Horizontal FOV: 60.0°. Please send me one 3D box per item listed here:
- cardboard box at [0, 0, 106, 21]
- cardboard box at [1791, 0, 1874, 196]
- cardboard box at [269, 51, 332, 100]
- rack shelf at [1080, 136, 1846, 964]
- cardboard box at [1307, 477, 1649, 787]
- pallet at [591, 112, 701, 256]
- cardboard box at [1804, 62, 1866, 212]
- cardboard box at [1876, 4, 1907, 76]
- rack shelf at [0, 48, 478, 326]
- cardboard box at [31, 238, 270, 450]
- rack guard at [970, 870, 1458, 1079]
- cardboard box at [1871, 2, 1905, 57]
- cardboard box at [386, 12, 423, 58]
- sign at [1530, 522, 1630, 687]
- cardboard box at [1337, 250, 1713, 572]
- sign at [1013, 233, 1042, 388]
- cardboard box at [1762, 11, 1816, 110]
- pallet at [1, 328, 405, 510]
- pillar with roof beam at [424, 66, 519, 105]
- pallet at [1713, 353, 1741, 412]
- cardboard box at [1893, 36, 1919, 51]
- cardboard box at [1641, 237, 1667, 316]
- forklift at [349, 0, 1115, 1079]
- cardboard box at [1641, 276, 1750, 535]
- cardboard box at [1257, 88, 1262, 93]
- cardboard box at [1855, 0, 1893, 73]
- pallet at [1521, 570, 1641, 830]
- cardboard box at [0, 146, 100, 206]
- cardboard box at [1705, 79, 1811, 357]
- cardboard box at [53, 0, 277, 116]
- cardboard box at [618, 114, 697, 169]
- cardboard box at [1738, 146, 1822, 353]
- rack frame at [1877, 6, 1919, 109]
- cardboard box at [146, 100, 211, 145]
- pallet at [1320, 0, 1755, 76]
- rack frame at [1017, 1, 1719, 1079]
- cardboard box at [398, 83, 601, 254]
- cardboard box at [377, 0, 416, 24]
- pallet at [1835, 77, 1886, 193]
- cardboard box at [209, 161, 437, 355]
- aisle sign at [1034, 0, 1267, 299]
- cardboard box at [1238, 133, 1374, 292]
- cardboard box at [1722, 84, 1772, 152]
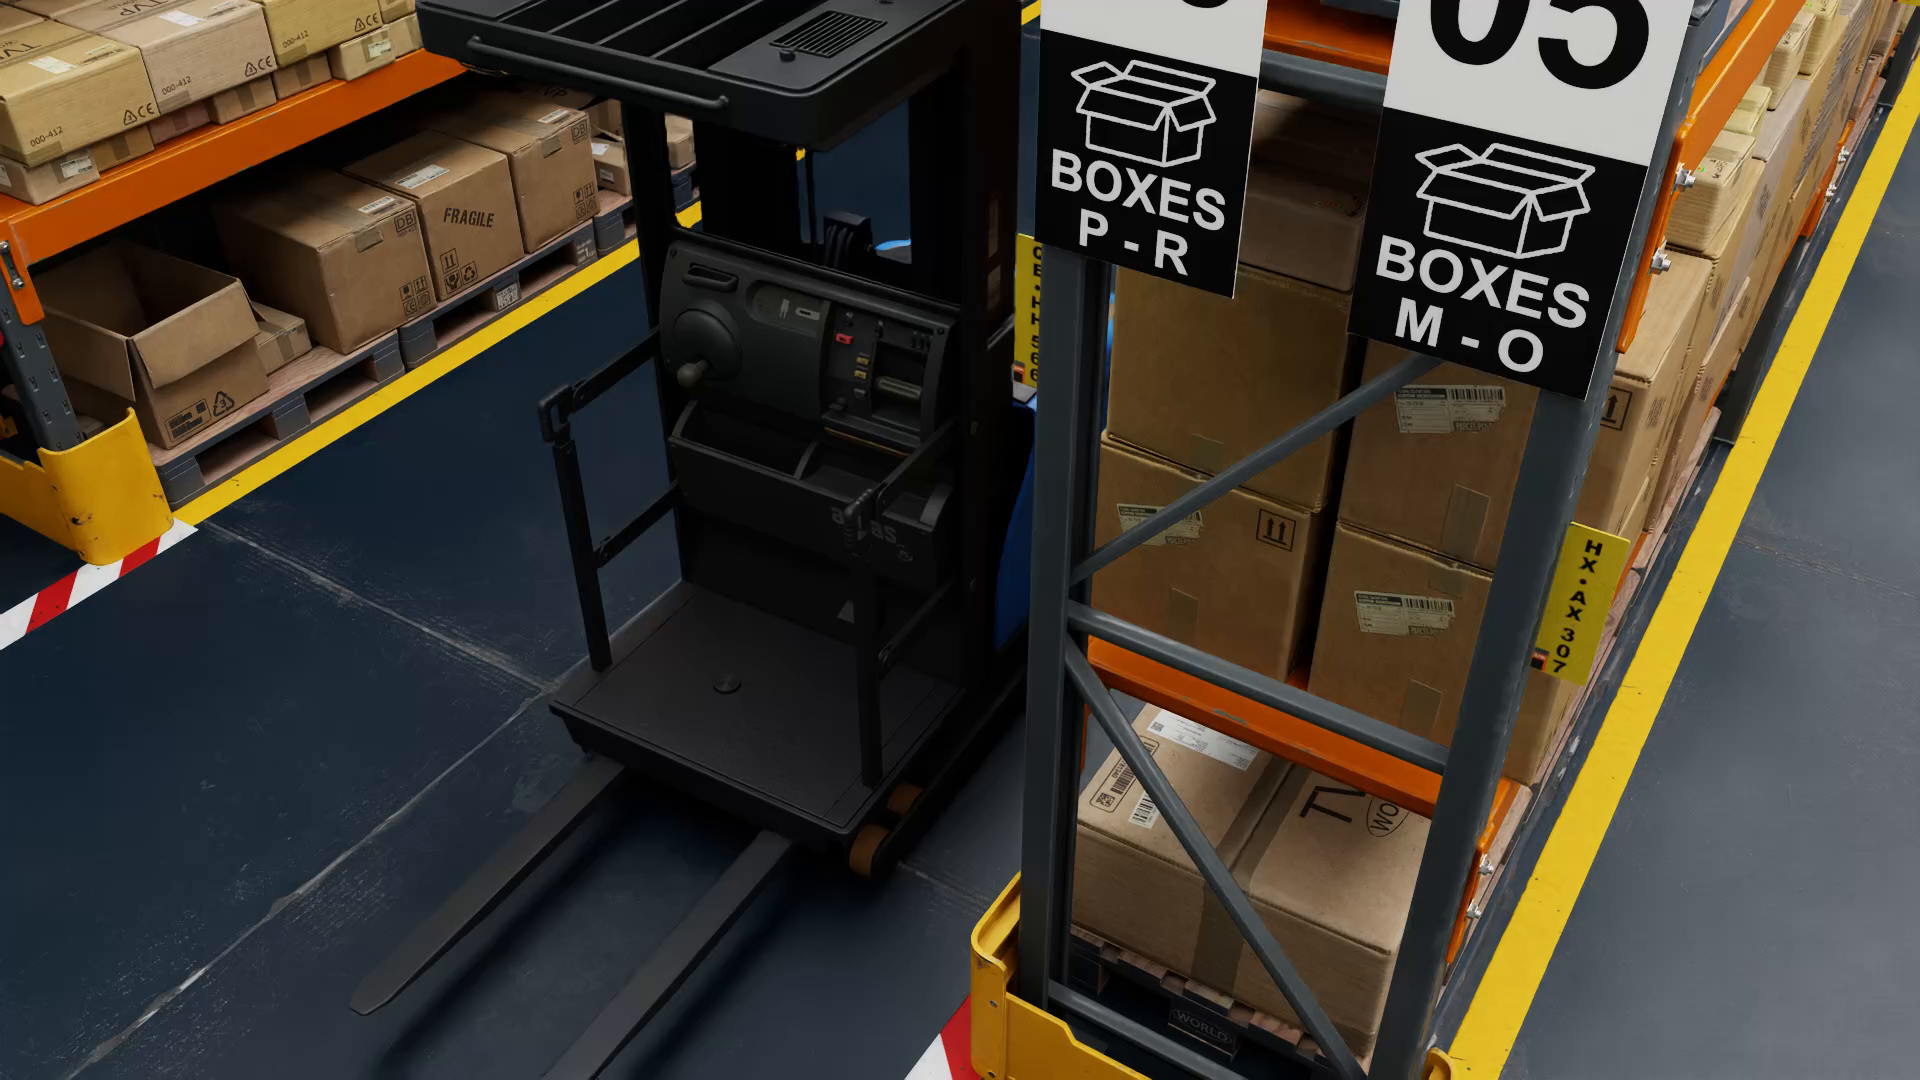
[{"bbox_3d":[-3.292,-1.965,6.222,0.500,0.250,0.500,21,42,25],"label":"cardboard box"},{"bbox_3d":[2.181,-1.335,4.625,0.500,0.500,0.500,22,43,26],"label":"cardboard box"},{"bbox_3d":[-2.651,-1.840,6.385,0.380,0.149,0.250,22,43,26],"label":"cardboard box"},{"bbox_3d":[1.673,-0.442,4.956,1.077,0.370,4.000,21,42,25],"label":"rack shelf"},{"bbox_3d":[1.101,0.111,3.567,0.500,0.500,0.500,21,42,25],"label":"cardboard box"},{"bbox_3d":[-1.818,-1.921,8.570,1.003,0.211,1.213,21,42,25],"label":"pallet"},{"bbox_3d":[2.712,-1.475,5.624,0.500,0.500,0.500,22,43,26],"label":"cardboard box"},{"bbox_3d":[3.479,-2.106,6.648,0.500,0.250,0.500,20,42,24],"label":"cardboard box"},{"bbox_3d":[-2.520,-2.064,7.059,1.077,0.370,4.000,21,42,25],"label":"rack shelf"},{"bbox_3d":[-3.184,-0.779,6.505,0.797,0.503,0.637,19,42,23],"label":"cardboard box"},{"bbox_3d":[0.588,1.307,4.146,1.175,0.500,0.348,21,42,25],"label":"rack guard"},{"bbox_3d":[3.218,-2.031,6.141,0.500,0.250,0.500,20,42,24],"label":"cardboard box"},{"bbox_3d":[-2.328,-2.088,6.707,0.380,0.149,0.250,22,43,26],"label":"cardboard box"},{"bbox_3d":[1.067,0.115,2.870,0.100,0.325,0.005,21,42,25],"label":"sign"},{"bbox_3d":[1.099,-0.286,3.263,0.500,0.500,0.500,20,42,24],"label":"cardboard box"},{"bbox_3d":[0.151,-0.433,3.212,0.100,0.325,0.005,21,42,25],"label":"sign"},{"bbox_3d":[1.733,-1.145,3.846,0.380,0.149,0.250,22,43,26],"label":"cardboard box"},{"bbox_3d":[-3.125,-0.663,6.938,1.003,0.211,1.213,21,42,25],"label":"pallet"},{"bbox_3d":[1.052,-4.283,4.436,9.100,9.000,0.400,21,42,25],"label":"pillar with roof beam"},{"bbox_3d":[3.094,-1.076,7.473,1.003,0.211,1.213,21,42,25],"label":"pallet"},{"bbox_3d":[5.198,-3.234,9.796,0.950,0.372,0.625,18,41,22],"label":"cardboard box"},{"bbox_3d":[1.025,-0.481,2.985,0.380,0.149,0.250,22,43,26],"label":"cardboard box"},{"bbox_3d":[-0.549,-0.475,4.466,1.130,2.935,3.031,19,42,23],"label":"forklift"},{"bbox_3d":[1.636,-0.415,4.250,0.500,0.500,0.500,21,42,25],"label":"cardboard box"},{"bbox_3d":[0.807,-0.938,3.578,0.380,0.149,0.250,21,42,25],"label":"cardboard box"},{"bbox_3d":[2.725,-1.860,5.305,0.500,0.500,0.500,21,42,25],"label":"cardboard box"},{"bbox_3d":[1.618,0.344,5.630,1.003,0.211,1.213,21,42,25],"label":"pallet"},{"bbox_3d":[-3.184,-1.298,5.682,0.380,0.149,0.250,21,42,25],"label":"cardboard box"},{"bbox_3d":[1.639,-0.822,3.959,0.500,0.500,0.500,21,42,25],"label":"cardboard box"},{"bbox_3d":[-2.851,-1.782,5.983,0.500,0.250,0.500,22,43,26],"label":"cardboard box"},{"bbox_3d":[-1.499,-2.033,8.422,0.380,0.149,0.250,20,42,24],"label":"cardboard box"},{"bbox_3d":[2.184,-0.944,4.935,0.500,0.500,0.500,21,42,24],"label":"cardboard box"},{"bbox_3d":[4.887,-3.820,8.748,1.000,3.000,0.127,21,42,25],"label":"rack frame"},{"bbox_3d":[-2.975,-1.591,6.062,0.380,0.149,0.250,21,42,25],"label":"cardboard box"},{"bbox_3d":[0.990,-1.234,3.010,1.003,0.211,1.213,21,42,25],"label":"pallet"},{"bbox_3d":[0.601,0.304,3.398,1.000,3.000,0.127,21,42,25],"label":"rack frame"},{"bbox_3d":[-2.137,-1.741,7.755,0.700,0.500,0.500,20,42,23],"label":"cardboard box"},{"bbox_3d":[-2.327,-2.315,6.675,0.500,0.250,0.500,20,42,24],"label":"cardboard box"},{"bbox_3d":[4.401,-2.334,9.104,1.003,0.211,1.213,21,42,25],"label":"pallet"},{"bbox_3d":[-2.693,-1.206,7.061,0.700,0.500,0.500,23,43,27],"label":"cardboard box"},{"bbox_3d":[0.301,-0.790,2.688,0.394,0.787,0.004,21,42,25],"label":"aisle sign"},{"bbox_3d":[0.624,-0.639,3.190,0.380,0.149,0.250,22,43,26],"label":"cardboard box"},{"bbox_3d":[1.467,-0.877,3.499,0.380,0.149,0.250,20,42,24],"label":"cardboard box"}]
